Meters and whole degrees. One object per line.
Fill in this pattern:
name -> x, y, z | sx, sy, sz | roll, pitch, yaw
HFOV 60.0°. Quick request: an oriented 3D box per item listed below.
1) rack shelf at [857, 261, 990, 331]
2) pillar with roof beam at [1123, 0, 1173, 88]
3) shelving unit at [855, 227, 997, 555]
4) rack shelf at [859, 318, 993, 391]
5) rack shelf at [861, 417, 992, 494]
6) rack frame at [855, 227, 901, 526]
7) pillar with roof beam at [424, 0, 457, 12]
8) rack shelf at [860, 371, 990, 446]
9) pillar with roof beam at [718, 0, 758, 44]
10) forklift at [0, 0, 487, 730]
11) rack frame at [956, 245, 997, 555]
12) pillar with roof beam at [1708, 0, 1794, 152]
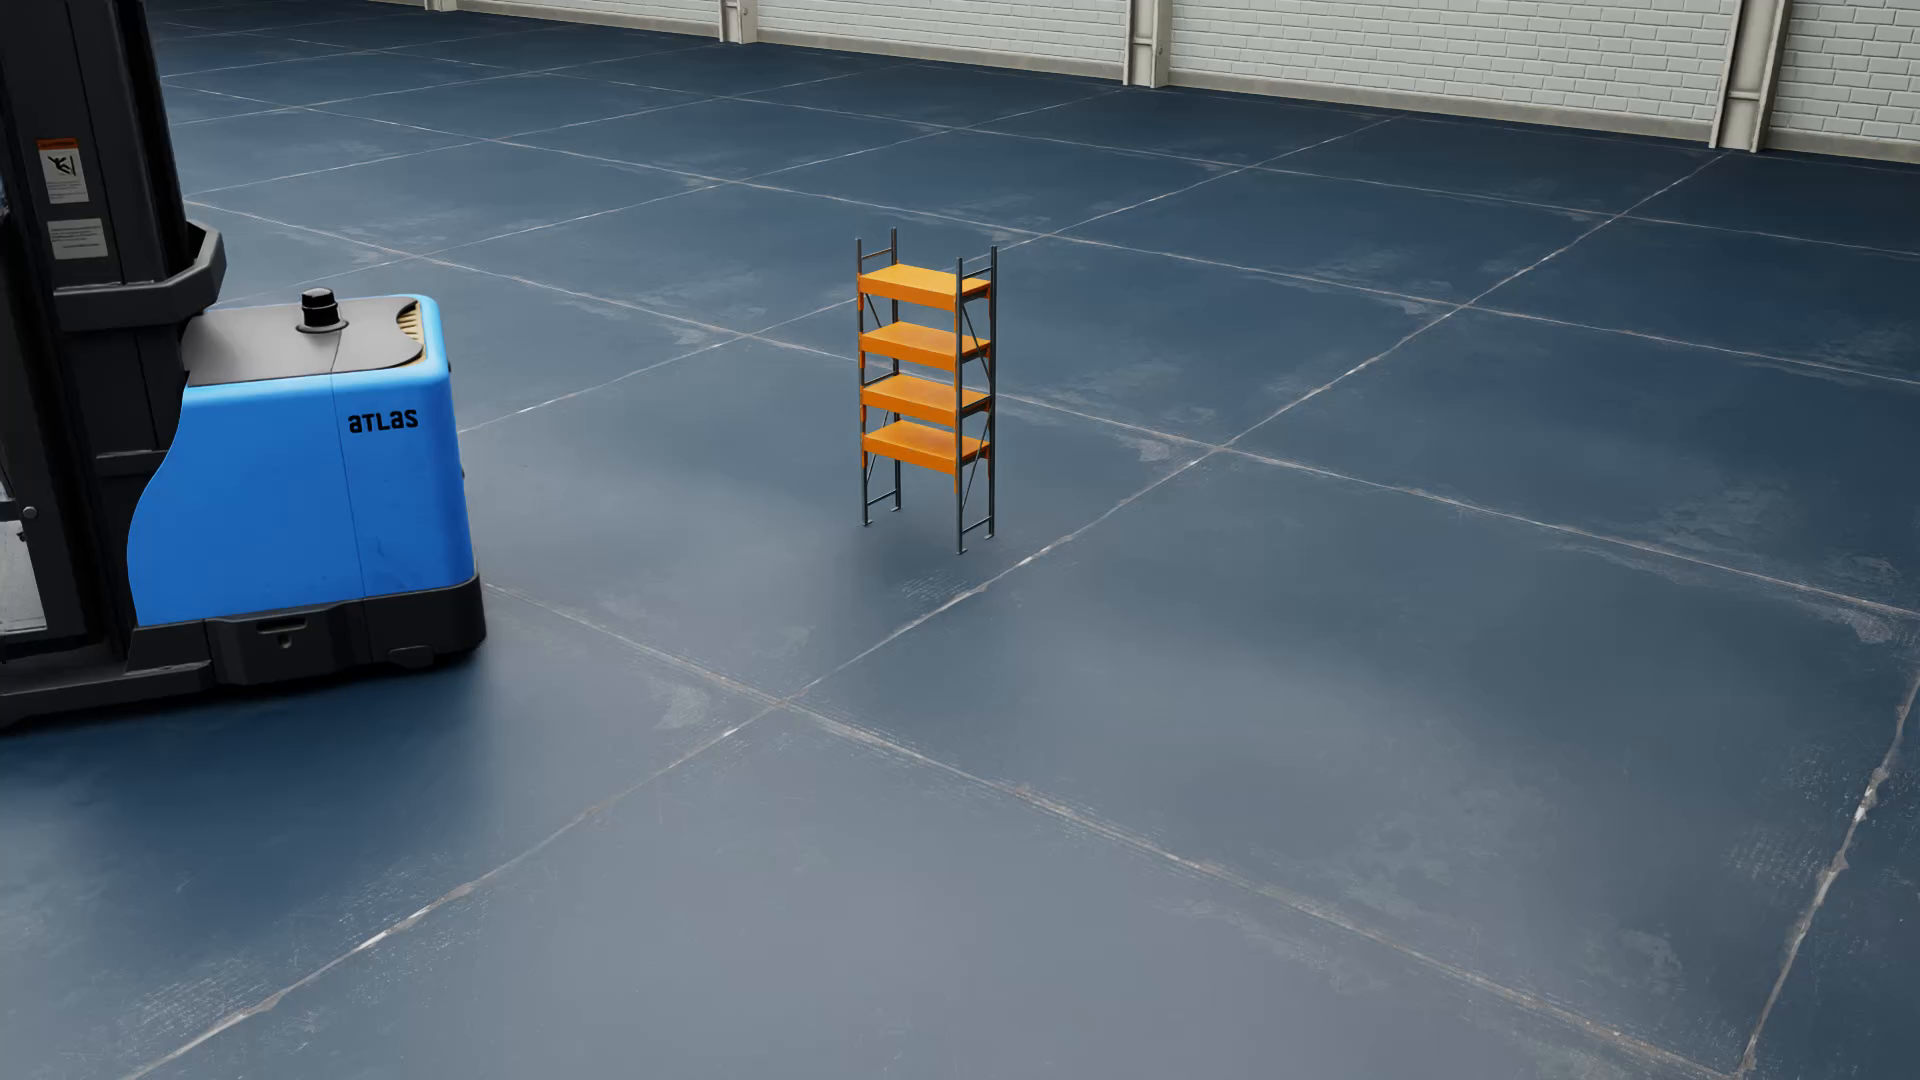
rack shelf -> -0.132, -0.949, 6.440 | 0.480, 0.148, 0.258 | 17, 29, 33
pillar with roof beam -> -0.587, -7.616, 12.874 | 0.400, 9.000, 9.100 | 17, 29, 33
shelving unit -> -0.132, -0.589, 6.599 | 0.503, 1.200, 0.258 | 17, 29, 33
rack shelf -> -0.132, -0.732, 6.536 | 0.480, 0.148, 0.258 | 17, 29, 33
rack shelf -> -0.132, -0.346, 6.706 | 0.480, 0.148, 0.258 | 17, 29, 33
rack frame -> -0.328, -0.648, 6.733 | 0.015, 1.200, 0.240 | 17, 29, 33
pillar with roof beam -> -10.189, -10.517, 19.460 | 0.400, 9.000, 9.100 | 17, 29, 33
rack shelf -> -0.132, -0.528, 6.626 | 0.480, 0.148, 0.258 | 17, 29, 33
pillar with roof beam -> -5.388, -9.067, 16.167 | 0.400, 9.000, 9.100 | 17, 29, 33
forklift -> -3.229, -0.915, 5.192 | 3.031, 2.935, 1.130 | -8, 25, -17
rack frame -> 0.063, -0.530, 6.465 | 0.015, 1.200, 0.240 | 17, 29, 33
pillar with roof beam -> 4.214, -6.165, 9.581 | 0.400, 9.000, 9.100 | 17, 29, 33
